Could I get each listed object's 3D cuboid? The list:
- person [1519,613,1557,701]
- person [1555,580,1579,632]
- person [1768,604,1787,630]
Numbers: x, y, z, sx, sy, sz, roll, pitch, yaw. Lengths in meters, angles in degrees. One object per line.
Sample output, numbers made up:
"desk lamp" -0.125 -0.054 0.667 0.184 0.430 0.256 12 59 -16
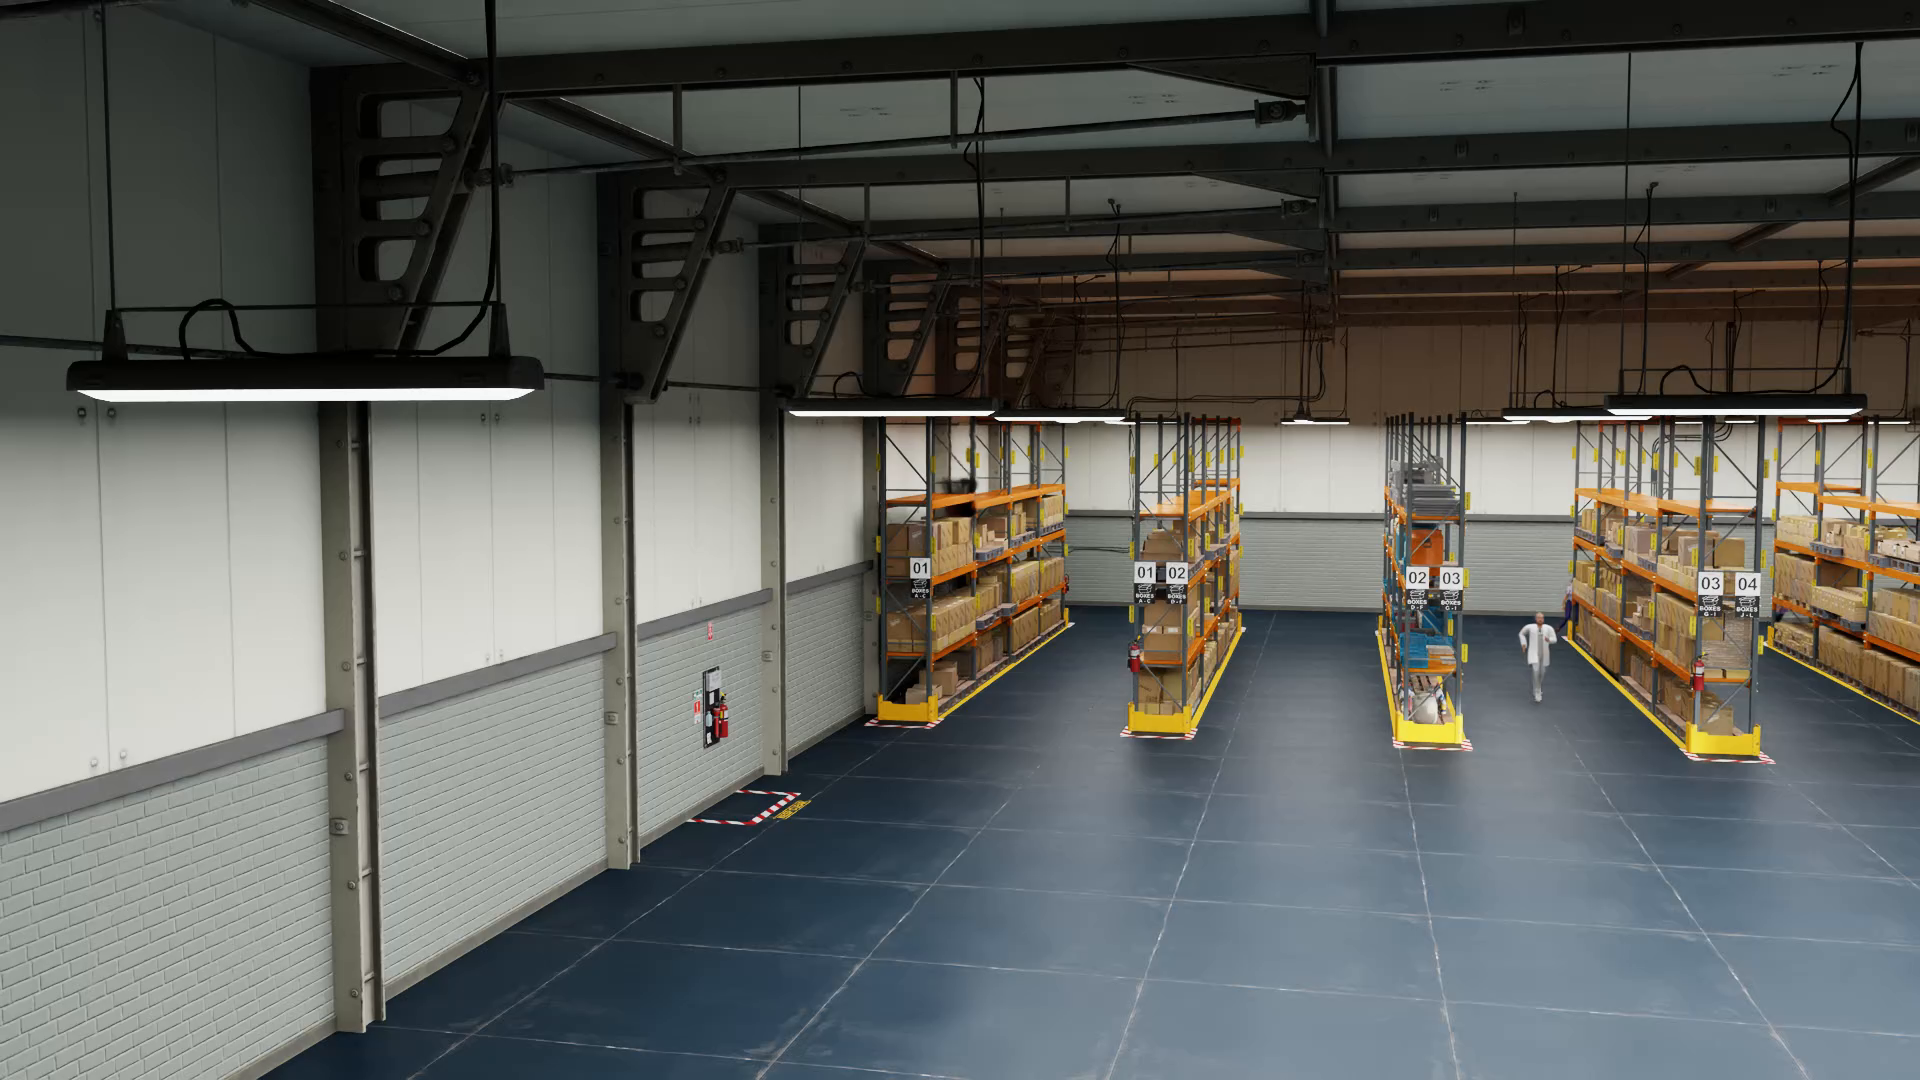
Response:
"person" 12.224 2.437 35.128 0.689 1.808 0.983 0 4 4
"person" 16.829 1.816 45.846 0.638 1.635 0.603 -1 4 -14
"person" 22.048 1.940 44.824 0.453 1.532 0.603 3 5 40
